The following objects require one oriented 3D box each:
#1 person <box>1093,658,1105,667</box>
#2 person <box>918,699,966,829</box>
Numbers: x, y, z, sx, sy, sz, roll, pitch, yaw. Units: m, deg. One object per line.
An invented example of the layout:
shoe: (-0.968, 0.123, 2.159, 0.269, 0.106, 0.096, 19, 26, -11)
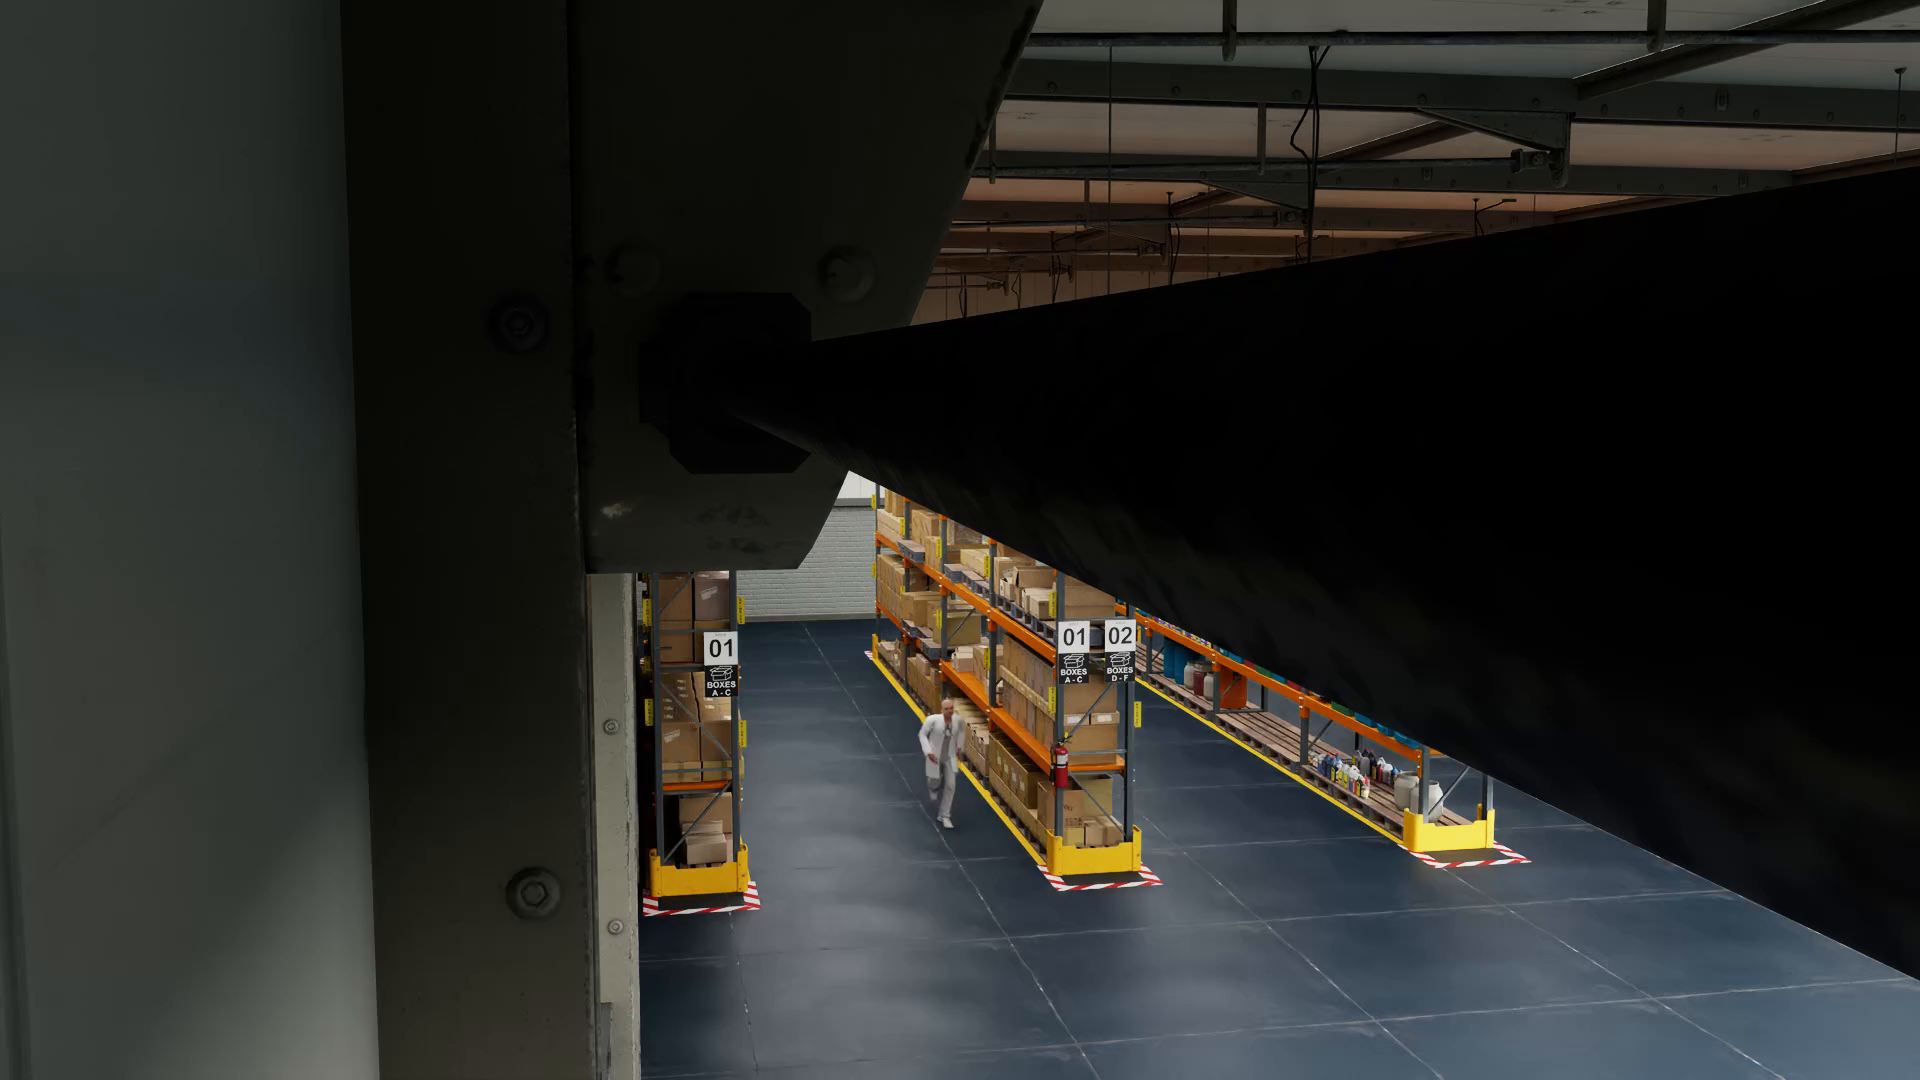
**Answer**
person: (2.527, 2.155, 29.898, 0.643, 1.772, 0.575, -2, 6, -21)
person: (-0.252, 3.089, 23.402, 0.714, 1.759, 1.032, -1, 6, -14)
